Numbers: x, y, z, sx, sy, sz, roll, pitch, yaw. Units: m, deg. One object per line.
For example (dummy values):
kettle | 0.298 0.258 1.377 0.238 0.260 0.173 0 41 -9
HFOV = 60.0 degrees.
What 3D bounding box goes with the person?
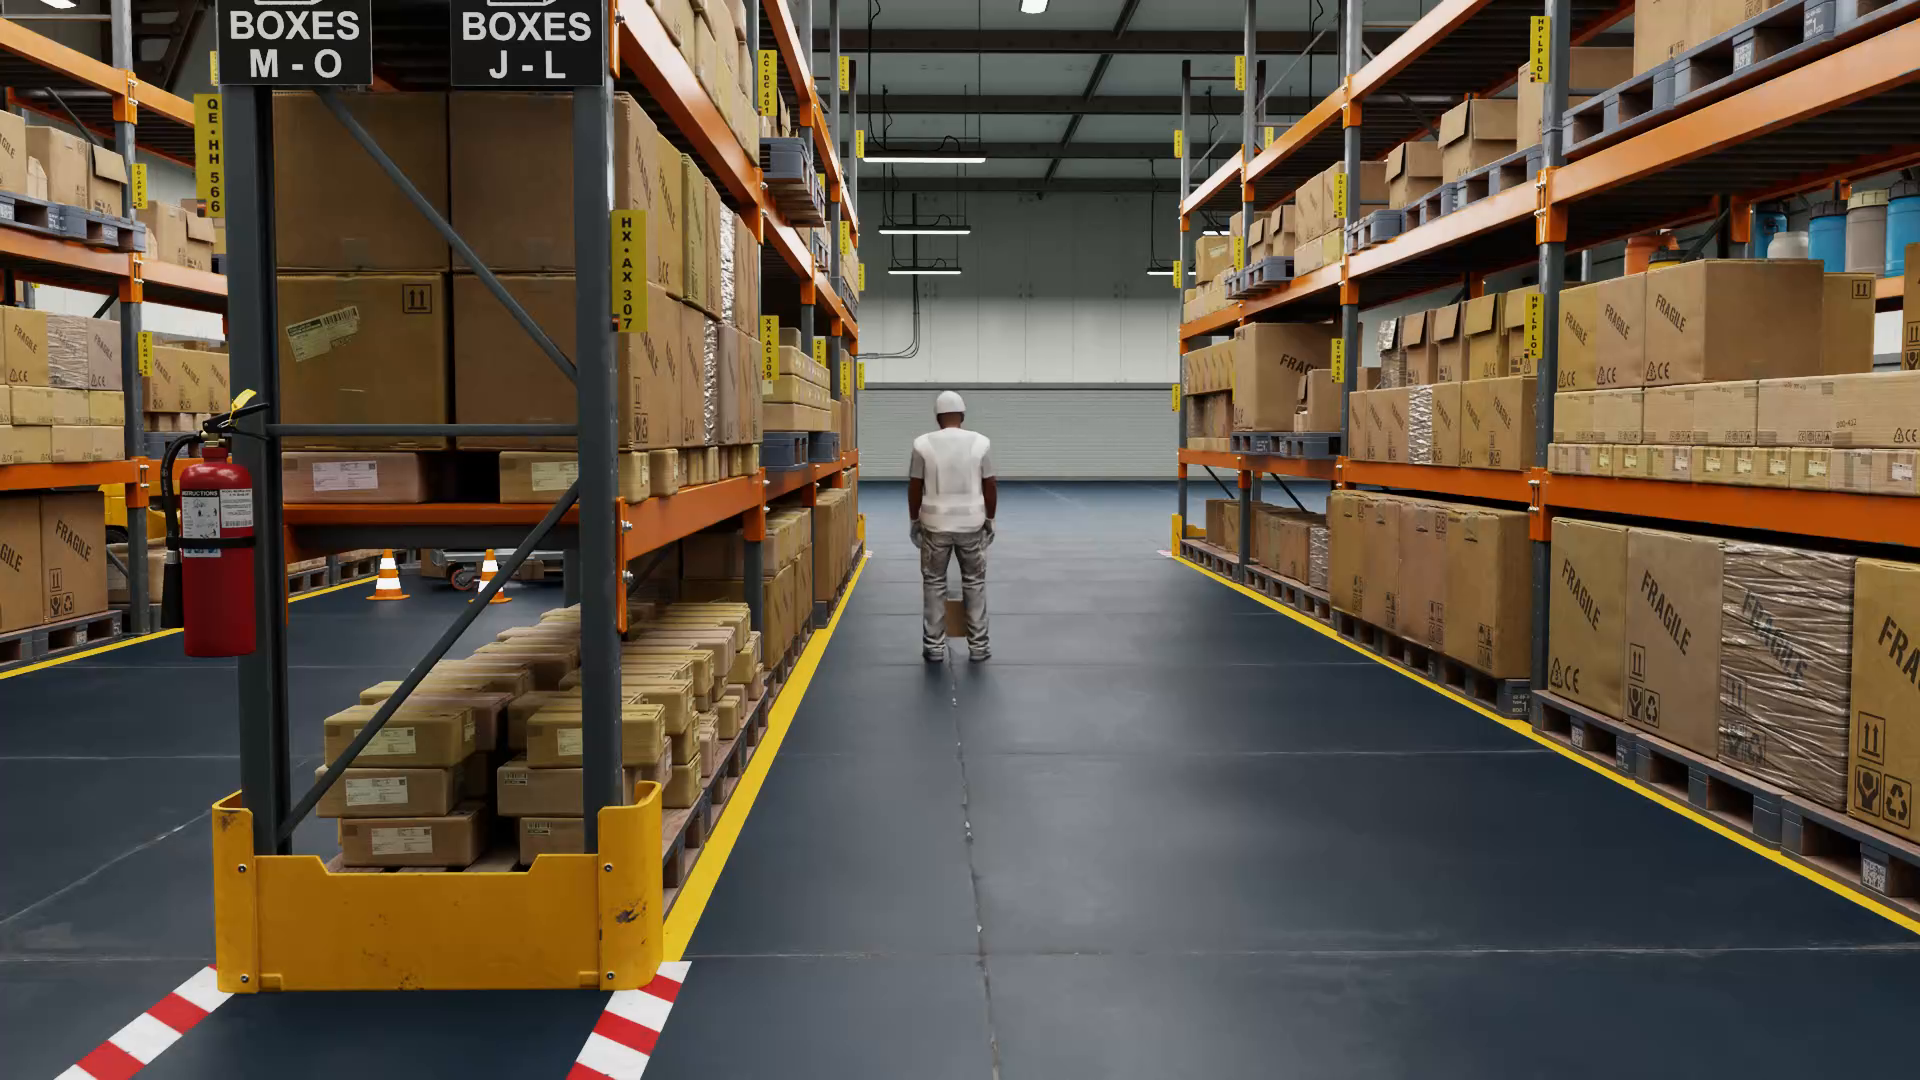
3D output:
person | -0.049 -0.091 11.018 0.621 1.773 0.450 0 4 -5
